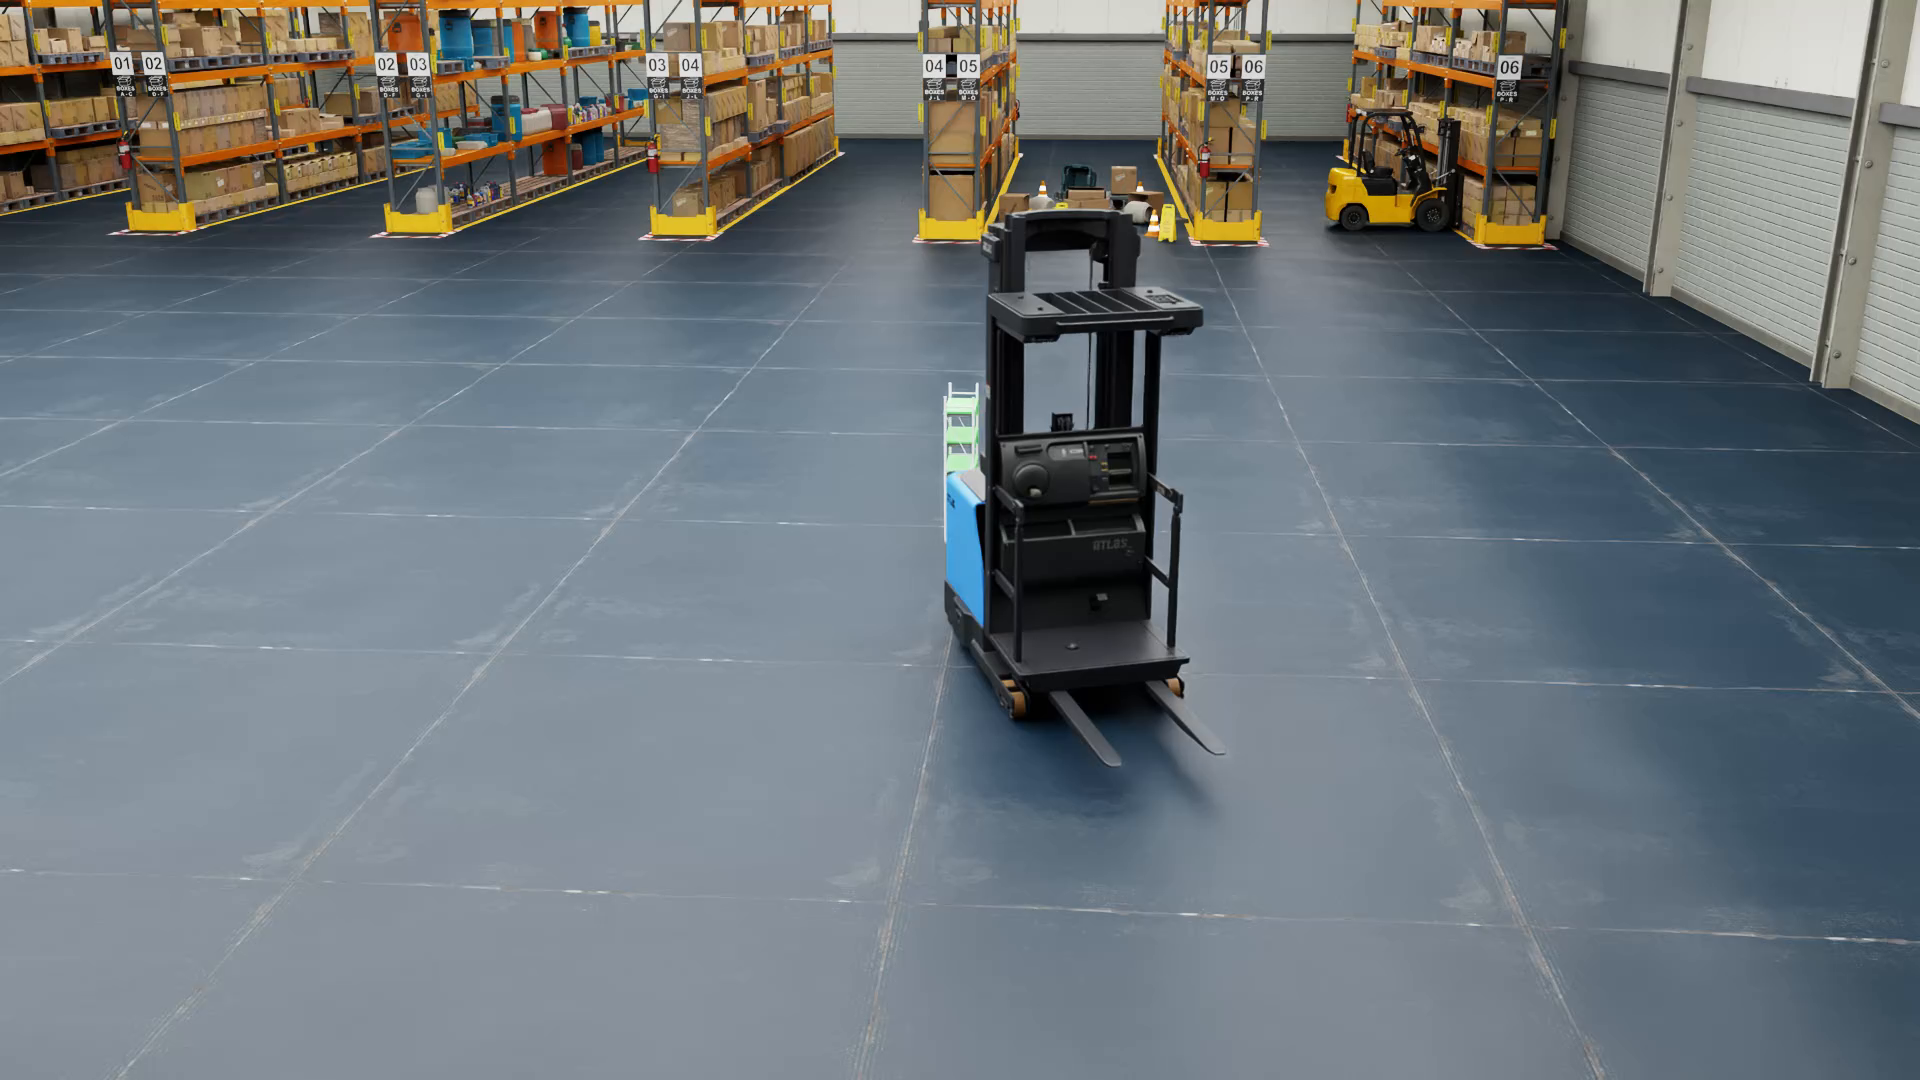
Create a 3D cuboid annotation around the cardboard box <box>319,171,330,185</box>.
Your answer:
[{"bbox_3d":[-14.293,-8.002,36.768,0.500,0.250,0.500,2,18,5],"label":"cardboard box"}]

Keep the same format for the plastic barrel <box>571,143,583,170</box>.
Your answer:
[{"bbox_3d":[-9.353,-9.199,39.878,0.600,0.588,0.708,1,18,4],"label":"plastic barrel"}]

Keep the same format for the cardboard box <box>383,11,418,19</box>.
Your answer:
[{"bbox_3d":[-14.109,-13.096,41.991,0.700,0.500,0.500,1,18,4],"label":"cardboard box"}]

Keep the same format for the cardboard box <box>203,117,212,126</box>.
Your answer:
[{"bbox_3d":[-14.651,-8.063,32.011,0.380,0.149,0.250,1,18,2],"label":"cardboard box"}]

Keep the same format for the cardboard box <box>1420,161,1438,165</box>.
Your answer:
[{"bbox_3d":[10.178,-7.666,35.142,0.875,0.625,0.625,1,18,2],"label":"cardboard box"}]

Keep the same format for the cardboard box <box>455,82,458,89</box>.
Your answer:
[{"bbox_3d":[-13.644,-12.299,44.374,0.500,0.500,0.500,2,18,5],"label":"cardboard box"}]

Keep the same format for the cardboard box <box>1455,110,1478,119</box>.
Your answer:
[{"bbox_3d":[9.659,-8.123,31.716,0.380,0.149,0.250,2,18,5],"label":"cardboard box"}]

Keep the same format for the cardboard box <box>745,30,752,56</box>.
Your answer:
[{"bbox_3d":[-4.666,-10.107,33.794,0.797,0.503,0.637,0,18,1],"label":"cardboard box"}]

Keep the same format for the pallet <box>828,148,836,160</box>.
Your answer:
[{"bbox_3d":[-3.918,-10.441,44.949,1.003,0.211,1.213,1,18,4],"label":"pallet"}]

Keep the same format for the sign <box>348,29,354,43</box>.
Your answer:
[{"bbox_3d":[-13.839,-11.448,37.769,0.100,0.325,0.005,1,18,4],"label":"sign"}]

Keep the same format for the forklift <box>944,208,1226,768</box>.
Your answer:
[{"bbox_3d":[0.757,-0.439,10.056,1.130,2.935,3.031,-5,19,-14],"label":"forklift"}]

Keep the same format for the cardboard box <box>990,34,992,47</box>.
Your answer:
[{"bbox_3d":[0.362,-9.731,32.415,0.500,0.250,0.500,1,18,3],"label":"cardboard box"}]

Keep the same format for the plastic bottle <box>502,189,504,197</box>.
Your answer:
[{"bbox_3d":[-9.454,-7.160,34.244,0.097,0.201,0.097,0,18,0],"label":"plastic bottle"}]

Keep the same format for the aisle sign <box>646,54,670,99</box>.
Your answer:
[{"bbox_3d":[-5.389,-8.270,29.670,0.394,0.787,0.004,1,18,4],"label":"aisle sign"}]

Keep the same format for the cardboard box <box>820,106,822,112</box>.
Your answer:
[{"bbox_3d":[-3.780,-11.142,43.012,0.380,0.149,0.250,1,18,5],"label":"cardboard box"}]

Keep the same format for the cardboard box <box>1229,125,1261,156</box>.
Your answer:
[{"bbox_3d":[5.110,-7.156,29.806,0.500,0.500,0.500,1,18,3],"label":"cardboard box"}]

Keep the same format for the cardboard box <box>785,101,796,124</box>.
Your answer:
[{"bbox_3d":[-4.138,-10.044,39.097,0.500,0.500,0.500,1,18,3],"label":"cardboard box"}]

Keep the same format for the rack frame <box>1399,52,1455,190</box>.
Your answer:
[{"bbox_3d":[10.324,-9.201,36.686,1.000,3.000,0.127,1,18,4],"label":"rack frame"}]

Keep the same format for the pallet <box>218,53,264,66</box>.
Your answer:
[{"bbox_3d":[-14.714,-9.630,33.319,1.003,0.211,1.213,1,18,4],"label":"pallet"}]

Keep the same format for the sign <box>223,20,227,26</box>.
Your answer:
[{"bbox_3d":[-18.505,-12.917,41.875,0.100,0.325,0.005,1,18,4],"label":"sign"}]

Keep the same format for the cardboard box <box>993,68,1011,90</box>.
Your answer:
[{"bbox_3d":[0.990,-11.431,41.247,0.500,0.500,0.500,2,18,5],"label":"cardboard box"}]

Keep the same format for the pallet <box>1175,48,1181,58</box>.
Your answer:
[{"bbox_3d":[5.443,-11.195,38.257,1.003,0.211,1.213,2,18,6],"label":"pallet"}]

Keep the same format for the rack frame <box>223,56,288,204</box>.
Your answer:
[{"bbox_3d":[-14.679,-8.512,34.583,1.000,3.000,0.127,1,18,4],"label":"rack frame"}]

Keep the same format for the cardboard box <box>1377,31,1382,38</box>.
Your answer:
[{"bbox_3d":[10.152,-12.055,39.669,0.380,0.149,0.250,2,18,6],"label":"cardboard box"}]

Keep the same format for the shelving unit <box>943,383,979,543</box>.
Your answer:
[{"bbox_3d":[0.012,-0.622,13.393,0.258,1.200,0.503,1,18,4],"label":"shelving unit"}]

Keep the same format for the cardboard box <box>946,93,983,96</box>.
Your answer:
[{"bbox_3d":[-0.019,-8.280,31.900,0.875,0.550,0.550,1,18,4],"label":"cardboard box"}]

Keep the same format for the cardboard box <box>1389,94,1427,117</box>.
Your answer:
[{"bbox_3d":[10.256,-9.961,38.164,0.797,0.503,0.637,1,18,3],"label":"cardboard box"}]

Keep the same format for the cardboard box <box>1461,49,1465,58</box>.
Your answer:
[{"bbox_3d":[9.647,-9.141,31.252,0.380,0.149,0.250,2,18,6],"label":"cardboard box"}]

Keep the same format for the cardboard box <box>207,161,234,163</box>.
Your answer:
[{"bbox_3d":[-15.053,-7.469,33.936,0.500,0.500,0.500,1,18,4],"label":"cardboard box"}]

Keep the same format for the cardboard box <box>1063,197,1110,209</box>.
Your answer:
[{"bbox_3d":[2.400,-6.242,31.664,0.797,0.503,0.637,-13,22,-34],"label":"cardboard box"}]

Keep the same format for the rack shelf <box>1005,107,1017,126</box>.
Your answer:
[{"bbox_3d":[0.858,-10.911,43.061,1.077,0.370,4.000,1,18,4],"label":"rack shelf"}]

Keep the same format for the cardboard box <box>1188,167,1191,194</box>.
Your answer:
[{"bbox_3d":[4.774,-7.140,32.934,0.500,0.500,0.500,2,18,7],"label":"cardboard box"}]

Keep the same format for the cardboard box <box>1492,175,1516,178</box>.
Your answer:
[{"bbox_3d":[10.096,-6.699,31.185,0.500,0.250,0.500,1,18,3],"label":"cardboard box"}]

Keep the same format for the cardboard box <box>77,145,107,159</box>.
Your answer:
[{"bbox_3d":[-19.468,-8.681,37.202,0.500,0.250,0.500,1,18,4],"label":"cardboard box"}]

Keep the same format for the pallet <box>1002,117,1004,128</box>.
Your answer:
[{"bbox_3d":[0.373,-9.522,37.974,1.213,0.211,1.003,1,18,4],"label":"pallet"}]

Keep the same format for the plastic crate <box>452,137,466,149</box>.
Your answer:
[{"bbox_3d":[-10.118,-7.884,33.007,0.450,0.188,0.662,1,18,4],"label":"plastic crate"}]

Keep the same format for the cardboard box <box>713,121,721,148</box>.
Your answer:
[{"bbox_3d":[-5.023,-7.719,31.523,0.875,0.500,0.500,1,18,4],"label":"cardboard box"}]

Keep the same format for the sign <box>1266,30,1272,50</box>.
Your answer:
[{"bbox_3d":[5.340,-8.655,28.798,0.100,0.325,0.005,1,18,4],"label":"sign"}]

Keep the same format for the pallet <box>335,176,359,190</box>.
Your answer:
[{"bbox_3d":[-14.490,-8.174,38.031,1.003,0.211,1.213,1,18,4],"label":"pallet"}]

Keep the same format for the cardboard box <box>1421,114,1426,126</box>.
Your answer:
[{"bbox_3d":[9.944,-8.758,34.772,0.500,0.250,0.500,2,18,5],"label":"cardboard box"}]

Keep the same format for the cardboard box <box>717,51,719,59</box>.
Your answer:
[{"bbox_3d":[-4.708,-9.074,31.083,0.380,0.149,0.250,0,18,1],"label":"cardboard box"}]

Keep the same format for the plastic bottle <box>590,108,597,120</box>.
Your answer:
[{"bbox_3d":[-8.943,-10.384,40.496,0.152,0.276,0.135,1,18,4],"label":"plastic bottle"}]

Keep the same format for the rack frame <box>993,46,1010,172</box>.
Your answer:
[{"bbox_3d":[0.715,-10.632,41.053,1.000,3.000,0.127,1,18,4],"label":"rack frame"}]

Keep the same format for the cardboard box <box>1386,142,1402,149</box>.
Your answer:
[{"bbox_3d":[10.309,-9.328,39.371,0.380,0.149,0.250,1,18,4],"label":"cardboard box"}]

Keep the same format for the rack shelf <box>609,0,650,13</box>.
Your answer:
[{"bbox_3d":[-9.022,-13.825,42.960,1.077,0.370,4.000,1,18,4],"label":"rack shelf"}]

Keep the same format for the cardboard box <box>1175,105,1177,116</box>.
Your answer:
[{"bbox_3d":[5.187,-9.792,37.929,0.500,0.250,0.500,1,18,2],"label":"cardboard box"}]

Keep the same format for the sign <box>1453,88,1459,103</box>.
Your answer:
[{"bbox_3d":[10.878,-9.740,36.471,0.100,0.325,0.005,1,18,4],"label":"sign"}]

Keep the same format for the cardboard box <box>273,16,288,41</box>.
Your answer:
[{"bbox_3d":[-14.578,-10.790,35.080,0.500,0.500,0.500,3,18,9],"label":"cardboard box"}]

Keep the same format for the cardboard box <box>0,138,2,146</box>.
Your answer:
[{"bbox_3d":[-19.452,-7.938,33.041,0.500,0.250,0.500,1,18,4],"label":"cardboard box"}]

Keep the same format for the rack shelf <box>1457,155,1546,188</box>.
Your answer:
[{"bbox_3d":[9.894,-6.996,31.111,1.077,0.370,4.000,1,18,4],"label":"rack shelf"}]
